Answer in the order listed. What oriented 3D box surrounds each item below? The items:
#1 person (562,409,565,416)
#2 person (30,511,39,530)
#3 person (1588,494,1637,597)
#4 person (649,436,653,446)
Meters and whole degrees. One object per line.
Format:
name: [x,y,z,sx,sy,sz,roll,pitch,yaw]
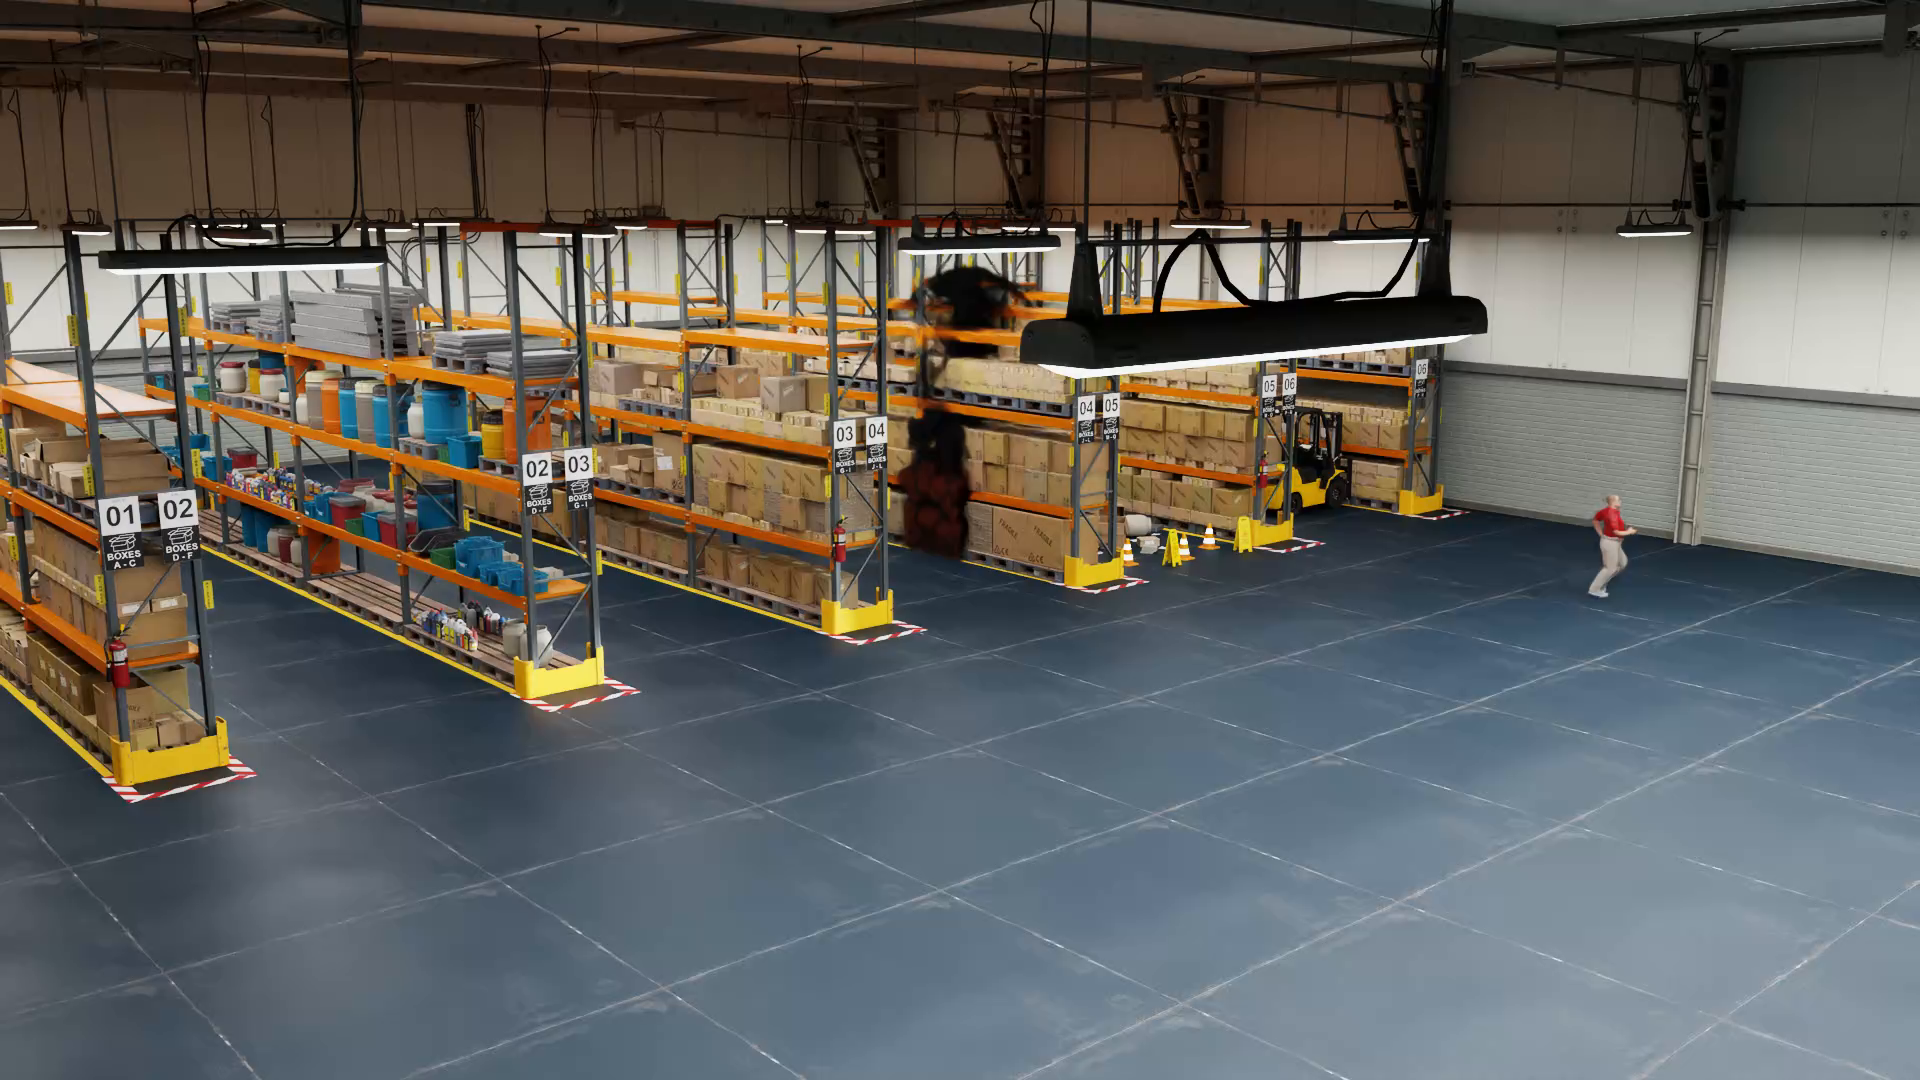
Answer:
person: [-9.066,-2.179,38.300,0.696,1.741,0.519,-5,12,-22]
person: [-17.297,-0.627,30.858,0.613,1.644,0.609,8,14,33]
person: [10.635,0.104,27.070,0.687,1.722,0.660,2,12,12]
person: [-7.715,-3.054,42.597,0.715,1.735,0.826,7,13,30]
